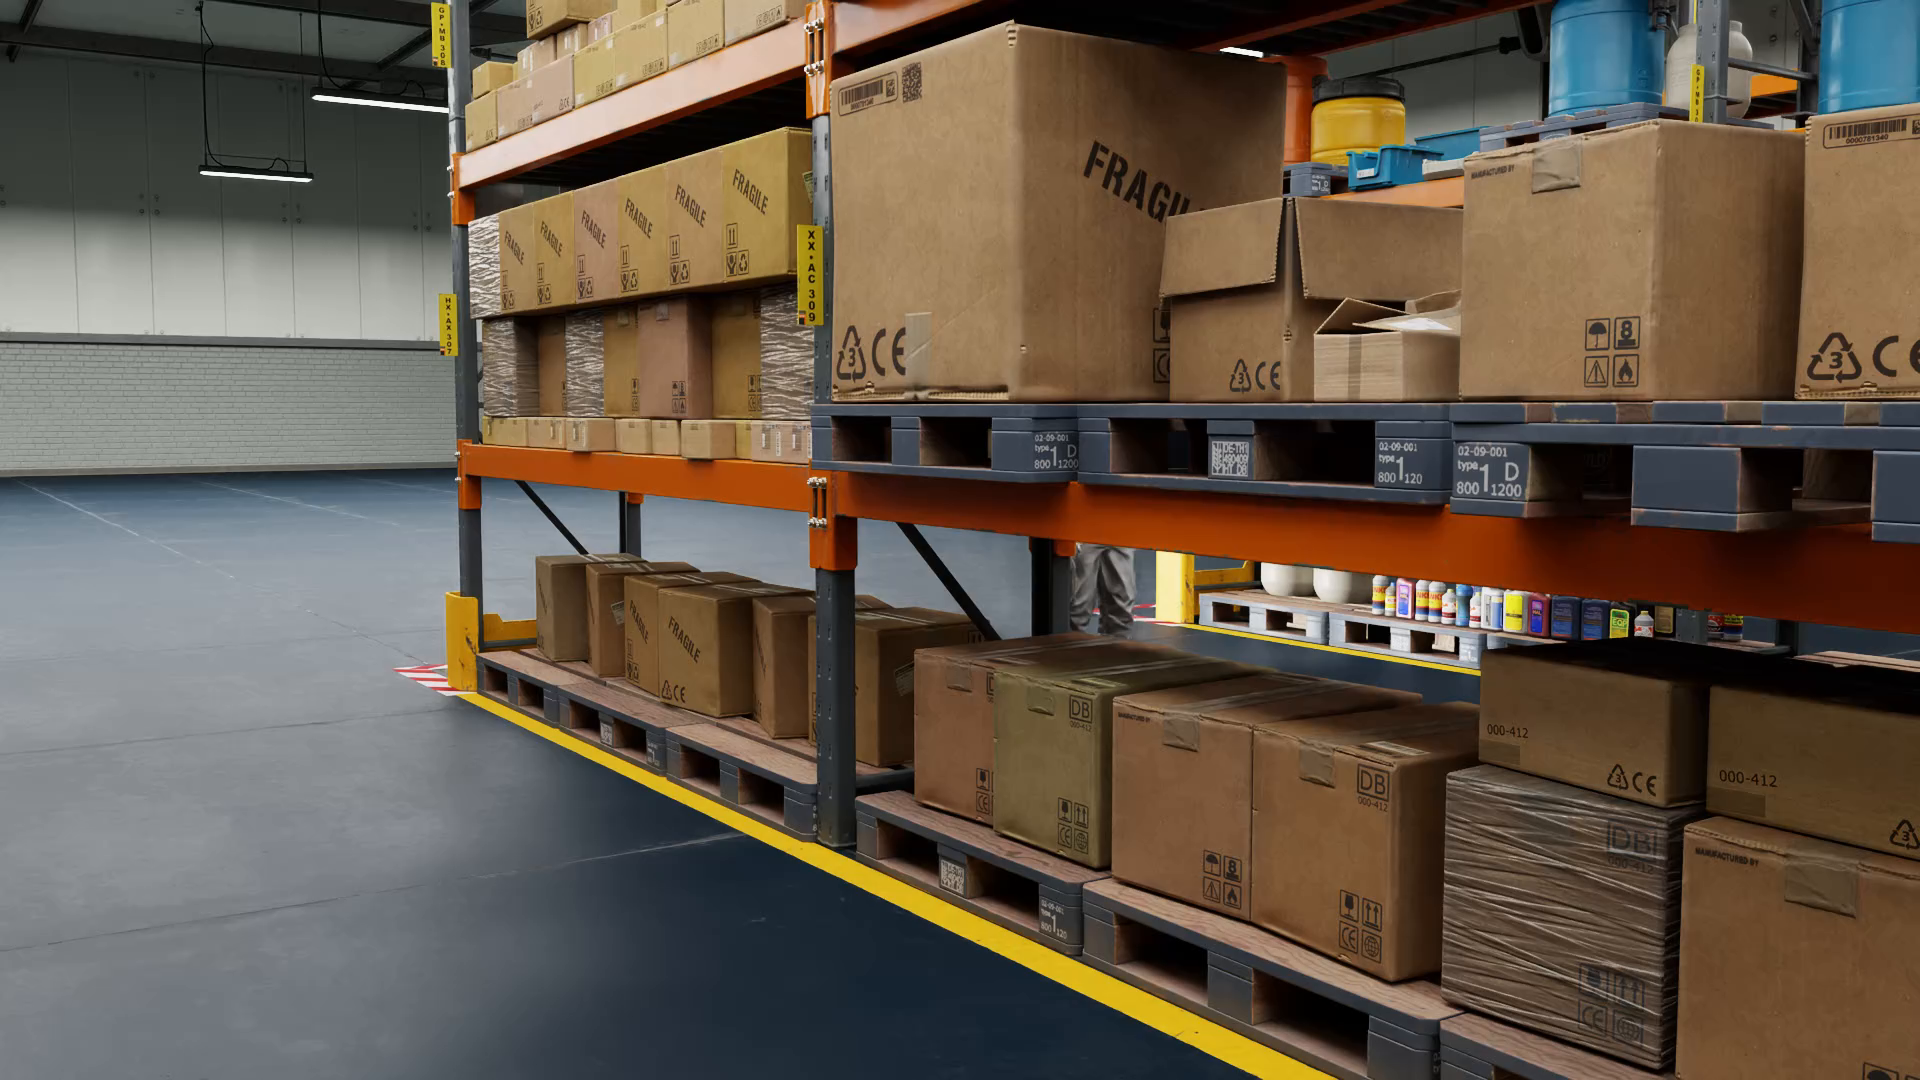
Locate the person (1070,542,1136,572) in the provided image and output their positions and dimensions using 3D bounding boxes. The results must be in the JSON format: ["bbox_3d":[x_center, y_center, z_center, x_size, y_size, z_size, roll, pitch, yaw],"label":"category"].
[{"bbox_3d":[0.636,-0.020,7.745,0.573,1.790,0.525,-4,6,-39],"label":"person"}]
